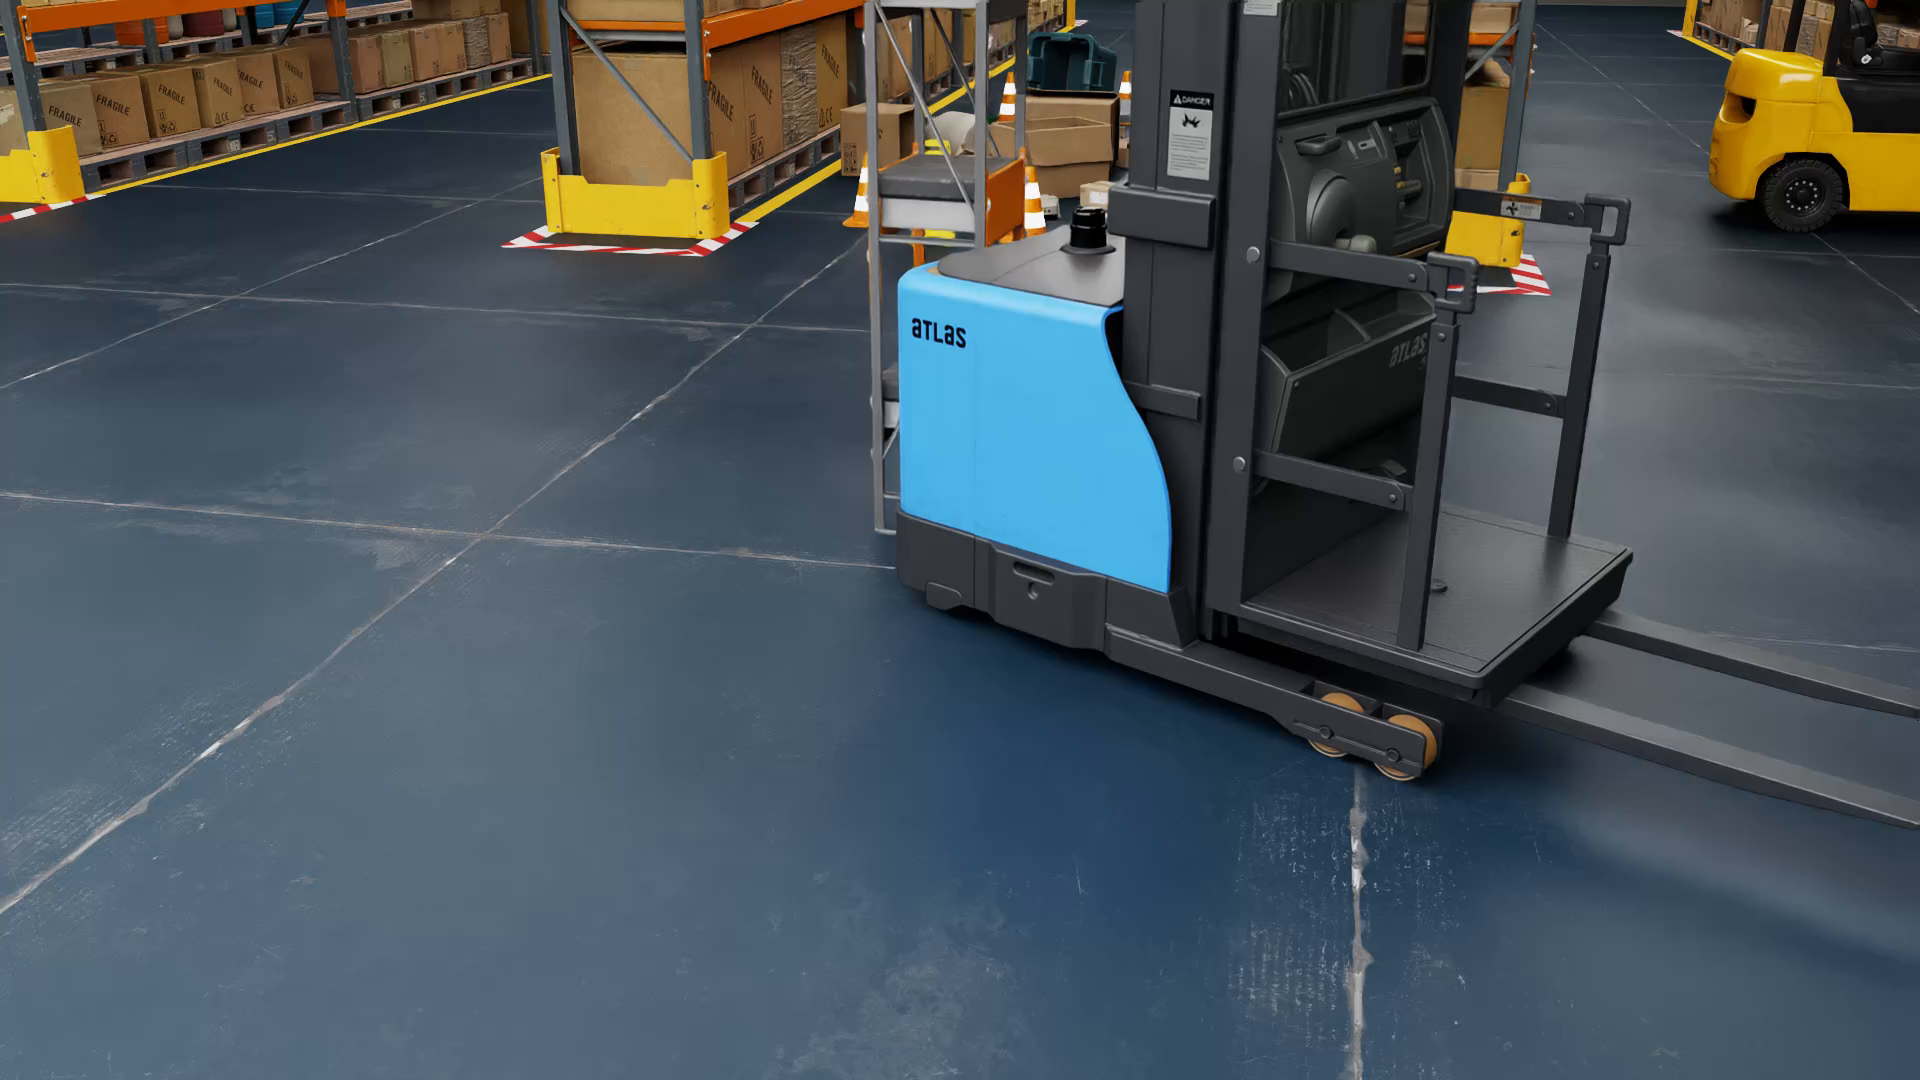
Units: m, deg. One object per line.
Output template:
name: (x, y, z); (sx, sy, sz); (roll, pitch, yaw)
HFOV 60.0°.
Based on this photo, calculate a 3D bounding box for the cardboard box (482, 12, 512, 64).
cardboard box: (-5.415, -5.565, 18.414); (0.700, 0.500, 0.500); (3, 22, 8)

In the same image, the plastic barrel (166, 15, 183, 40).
plastic barrel: (-10.036, -6.579, 20.942); (0.421, 0.512, 0.421); (0, 22, 0)

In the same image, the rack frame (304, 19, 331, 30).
rack frame: (-9.330, -8.608, 23.211); (1.000, 3.000, 0.127); (4, 22, 11)

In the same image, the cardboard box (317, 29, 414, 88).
cardboard box: (-5.852, -4.745, 16.377); (0.700, 0.500, 0.500); (4, 22, 11)

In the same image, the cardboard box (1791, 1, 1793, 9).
cardboard box: (9.724, -6.121, 18.952); (0.380, 0.149, 0.250); (3, 22, 8)

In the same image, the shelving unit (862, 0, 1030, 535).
shelving unit: (-0.038, -1.068, 5.696); (0.431, 2.100, 0.503); (6, 23, 16)

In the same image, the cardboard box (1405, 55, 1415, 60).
cardboard box: (2.998, -3.235, 11.985); (0.500, 0.500, 0.500); (6, 23, 14)

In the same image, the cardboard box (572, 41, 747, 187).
cardboard box: (-2.021, -2.889, 11.293); (0.875, 0.875, 0.875); (5, 22, 11)

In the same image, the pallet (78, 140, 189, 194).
pallet: (-6.714, -2.870, 12.698); (1.003, 0.211, 1.213); (4, 22, 11)

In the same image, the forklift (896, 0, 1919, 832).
forklift: (1.252, -0.960, 4.313); (3.031, 2.935, 1.130); (17, 28, 36)

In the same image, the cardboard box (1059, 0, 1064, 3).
cardboard box: (1.341, -8.074, 24.741); (0.380, 0.149, 0.250); (4, 22, 9)

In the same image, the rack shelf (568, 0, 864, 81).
rack shelf: (-1.687, -3.824, 12.297); (1.077, 0.370, 4.000); (4, 22, 11)

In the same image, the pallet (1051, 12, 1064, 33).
pallet: (0.954, -7.662, 24.596); (1.003, 0.211, 1.213); (4, 22, 11)

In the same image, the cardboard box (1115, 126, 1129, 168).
cardboard box: (1.320, -3.146, 13.310); (0.258, 0.266, 0.396); (-11, 25, -26)

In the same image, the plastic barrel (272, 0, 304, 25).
plastic barrel: (-9.458, -7.631, 23.034); (0.600, 0.901, 0.708); (4, 22, 11)

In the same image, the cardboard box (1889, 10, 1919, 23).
cardboard box: (9.728, -5.330, 16.989); (0.380, 0.149, 0.250); (5, 22, 12)

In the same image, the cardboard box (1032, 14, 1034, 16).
cardboard box: (0.799, -7.085, 22.684); (0.380, 0.149, 0.250); (4, 22, 10)

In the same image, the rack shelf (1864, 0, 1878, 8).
rack shelf: (8.856, -4.570, 14.148); (1.077, 0.370, 4.000); (4, 22, 11)

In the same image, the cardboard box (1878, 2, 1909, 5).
cardboard box: (9.983, -5.710, 17.933); (0.380, 0.149, 0.250); (4, 22, 9)

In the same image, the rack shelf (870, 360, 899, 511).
rack shelf: (-0.038, -0.406, 5.962); (0.431, 0.518, 0.480); (6, 23, 16)

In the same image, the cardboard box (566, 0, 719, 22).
cardboard box: (-2.064, -3.635, 10.664); (0.875, 0.550, 0.550); (4, 22, 11)

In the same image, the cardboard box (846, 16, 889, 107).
cardboard box: (-1.240, -4.274, 14.901); (1.050, 0.750, 0.750); (4, 22, 11)

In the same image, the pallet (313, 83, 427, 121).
pallet: (-5.957, -4.296, 16.237); (1.003, 0.211, 1.213); (4, 22, 11)

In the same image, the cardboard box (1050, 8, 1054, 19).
cardboard box: (1.147, -7.561, 23.866); (0.380, 0.149, 0.250); (3, 22, 9)

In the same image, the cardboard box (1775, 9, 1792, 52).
cardboard box: (9.662, -5.778, 18.968); (0.500, 0.500, 0.500); (4, 22, 10)

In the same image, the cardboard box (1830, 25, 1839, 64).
cardboard box: (9.252, -5.023, 17.095); (0.500, 0.500, 0.500); (4, 22, 10)

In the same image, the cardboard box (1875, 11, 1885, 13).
cardboard box: (9.142, -5.273, 16.847); (0.380, 0.149, 0.250); (3, 22, 8)

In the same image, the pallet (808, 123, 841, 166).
pallet: (-1.511, -3.324, 13.824); (1.003, 0.211, 1.213); (4, 22, 11)

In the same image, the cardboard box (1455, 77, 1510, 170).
cardboard box: (3.211, -2.636, 10.498); (0.500, 0.500, 0.500); (4, 22, 9)

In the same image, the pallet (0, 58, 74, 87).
pallet: (-10.594, -5.126, 18.299); (1.003, 0.211, 1.213); (4, 22, 11)

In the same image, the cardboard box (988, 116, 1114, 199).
cardboard box: (0.651, -2.763, 12.041); (0.797, 0.503, 0.637); (-11, 25, -26)

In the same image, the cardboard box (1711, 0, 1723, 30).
cardboard box: (10.466, -7.070, 22.176); (0.700, 0.500, 0.500); (5, 23, 13)

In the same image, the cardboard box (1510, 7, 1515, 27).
cardboard box: (3.214, -3.262, 10.275); (0.380, 0.149, 0.250); (4, 22, 9)

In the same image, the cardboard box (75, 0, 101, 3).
cardboard box: (-6.503, -3.991, 12.085); (0.380, 0.149, 0.250); (4, 22, 11)

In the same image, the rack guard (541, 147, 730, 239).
rack guard: (-2.100, -2.258, 10.791); (1.175, 0.500, 0.348); (4, 22, 11)

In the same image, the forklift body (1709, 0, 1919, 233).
forklift body: (6.232, -3.148, 10.791); (2.313, 2.155, 1.214); (4, 22, 11)

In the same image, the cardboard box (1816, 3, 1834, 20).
cardboard box: (9.415, -5.654, 17.792); (0.380, 0.149, 0.250); (3, 22, 8)

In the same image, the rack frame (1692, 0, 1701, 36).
rack frame: (10.896, -8.561, 23.094); (1.000, 3.000, 0.127); (4, 22, 11)

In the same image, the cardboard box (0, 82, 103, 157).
cardboard box: (-6.786, -3.104, 12.329); (0.500, 0.500, 0.500); (9, 24, 21)

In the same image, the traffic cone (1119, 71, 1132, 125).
traffic cone: (1.550, -4.115, 15.451); (0.336, 0.463, 0.334); (4, 22, 11)

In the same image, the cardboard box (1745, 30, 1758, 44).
cardboard box: (9.906, -6.196, 20.477); (0.380, 0.149, 0.250); (4, 22, 9)

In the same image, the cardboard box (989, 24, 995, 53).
cardboard box: (0.131, -5.999, 19.517); (0.500, 0.500, 0.500); (4, 22, 10)

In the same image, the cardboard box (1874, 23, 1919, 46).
cardboard box: (9.123, -4.501, 15.631); (0.875, 0.625, 0.625); (5, 23, 13)

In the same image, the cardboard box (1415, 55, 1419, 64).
cardboard box: (3.628, -3.393, 12.378); (0.500, 0.500, 0.500); (5, 22, 12)

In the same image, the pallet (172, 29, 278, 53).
pallet: (-9.775, -6.588, 21.928); (1.003, 0.211, 1.213); (4, 22, 11)

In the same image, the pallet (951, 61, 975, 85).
pallet: (-0.302, -5.344, 18.841); (1.003, 0.211, 1.213); (4, 22, 11)

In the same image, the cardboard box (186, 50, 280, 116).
cardboard box: (-6.344, -3.986, 14.520); (0.500, 0.500, 0.500); (12, 25, 28)

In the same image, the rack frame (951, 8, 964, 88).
rack frame: (-0.463, -6.352, 17.611); (1.000, 3.000, 0.127); (4, 22, 11)

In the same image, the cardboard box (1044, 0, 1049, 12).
cardboard box: (1.045, -7.498, 23.311); (0.380, 0.149, 0.250); (5, 22, 11)

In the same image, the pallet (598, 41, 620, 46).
pallet: (-4.812, -6.201, 20.968); (1.003, 0.211, 1.213); (4, 22, 11)

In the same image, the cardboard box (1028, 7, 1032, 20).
cardboard box: (0.741, -6.934, 21.910); (0.380, 0.149, 0.250); (5, 23, 13)
